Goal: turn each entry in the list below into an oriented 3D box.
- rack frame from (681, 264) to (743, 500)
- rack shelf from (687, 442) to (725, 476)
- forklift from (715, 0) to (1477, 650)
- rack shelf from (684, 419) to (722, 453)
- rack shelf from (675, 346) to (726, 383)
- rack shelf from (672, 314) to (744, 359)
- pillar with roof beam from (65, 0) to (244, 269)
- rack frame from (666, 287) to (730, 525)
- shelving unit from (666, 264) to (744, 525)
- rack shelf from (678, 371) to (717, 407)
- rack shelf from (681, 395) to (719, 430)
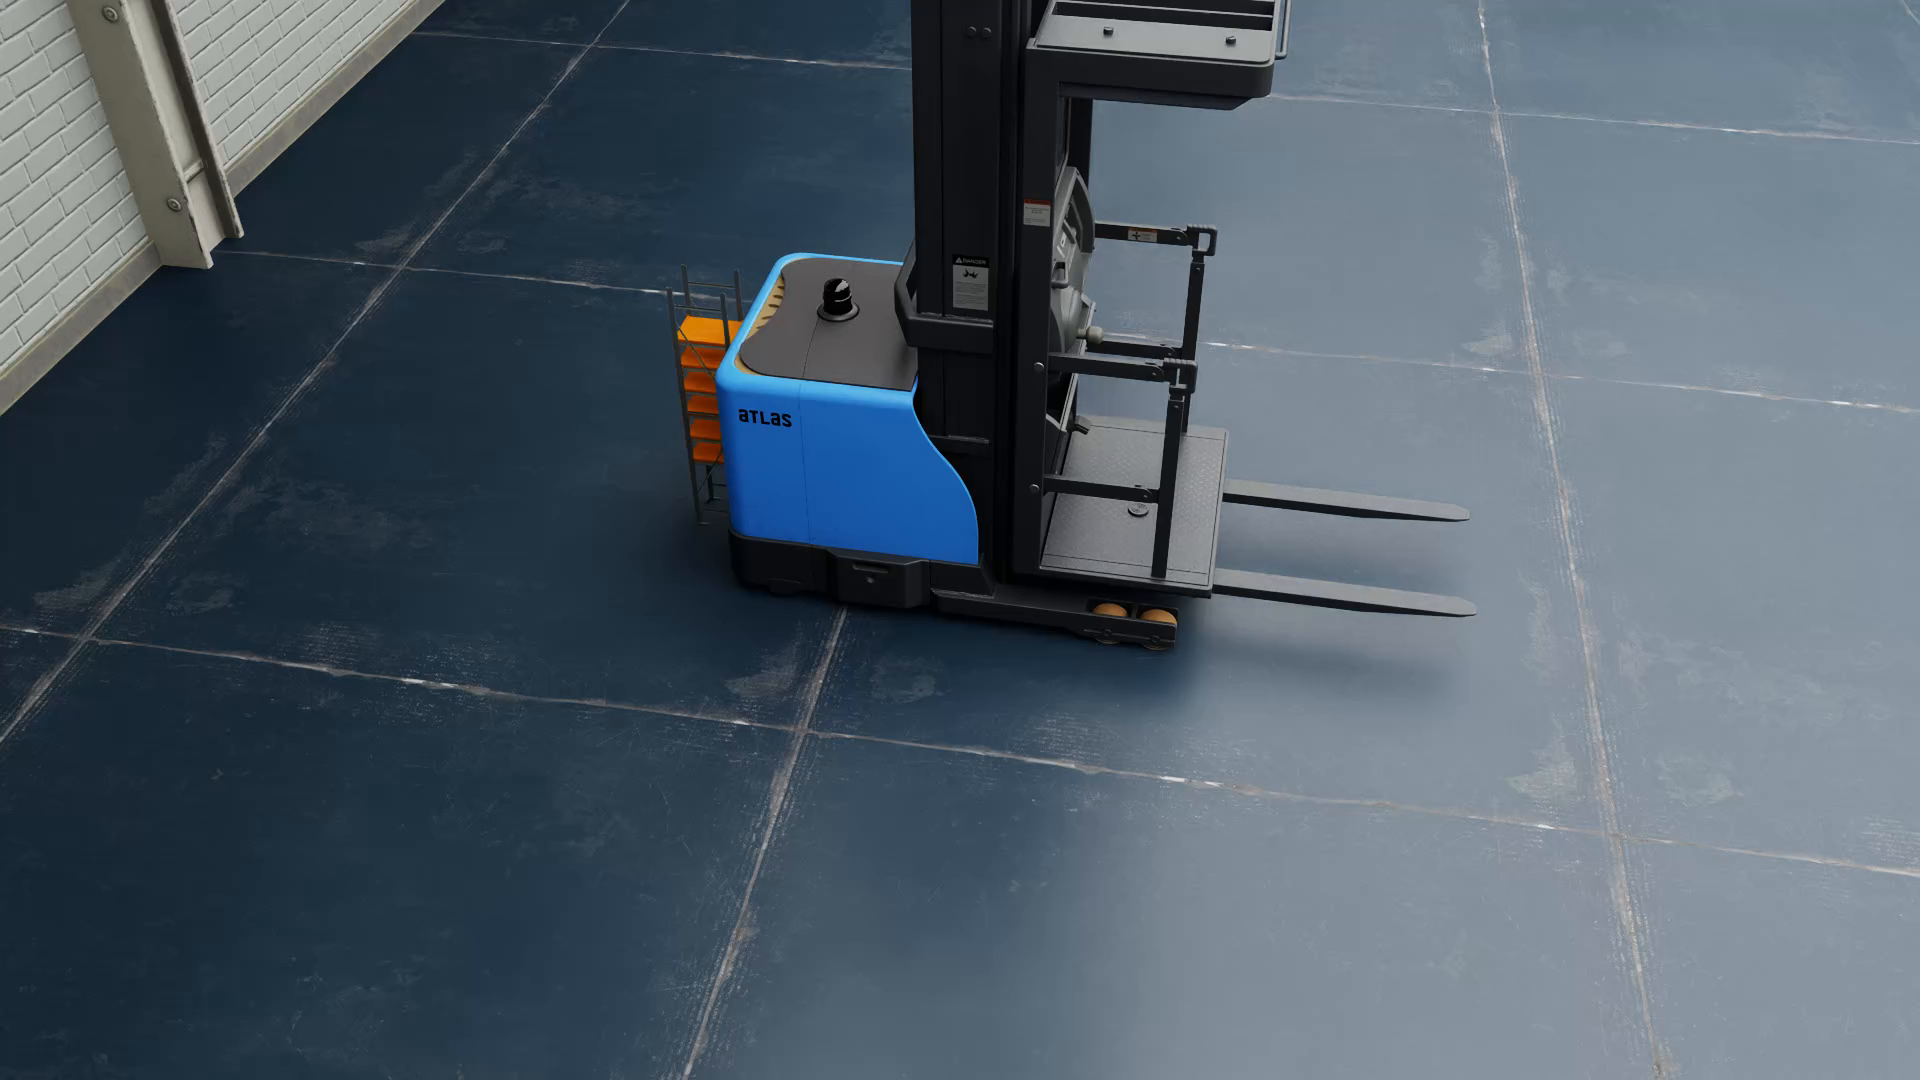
[{"bbox_3d":[-1.008,-0.635,7.077,0.240,1.200,0.006,7,40,8],"label":"rack frame"},{"bbox_3d":[-1.025,-0.359,7.189,0.258,0.103,0.180,7,40,8],"label":"rack shelf"},{"bbox_3d":[0.611,-1.055,6.226,3.031,2.935,1.130,7,40,8],"label":"forklift"},{"bbox_3d":[-1.025,-0.451,7.112,0.258,0.103,0.180,7,40,8],"label":"rack shelf"},{"bbox_3d":[-1.025,-0.729,6.883,0.258,0.103,0.180,7,40,8],"label":"rack shelf"},{"bbox_3d":[-1.025,-0.821,6.806,0.258,0.103,0.180,7,40,8],"label":"rack shelf"},{"bbox_3d":[0.041,-4.607,5.760,9.100,9.000,0.400,6,40,8],"label":"pillar with roof beam"},{"bbox_3d":[-1.042,-0.521,6.938,0.240,1.200,0.006,7,40,8],"label":"rack frame"},{"bbox_3d":[-1.025,-0.578,7.008,0.258,1.200,0.189,7,40,8],"label":"shelving unit"},{"bbox_3d":[-1.025,-0.636,6.959,0.258,0.103,0.180,7,40,8],"label":"rack shelf"},{"bbox_3d":[-1.025,-0.544,7.036,0.258,0.103,0.180,7,40,8],"label":"rack shelf"}]
